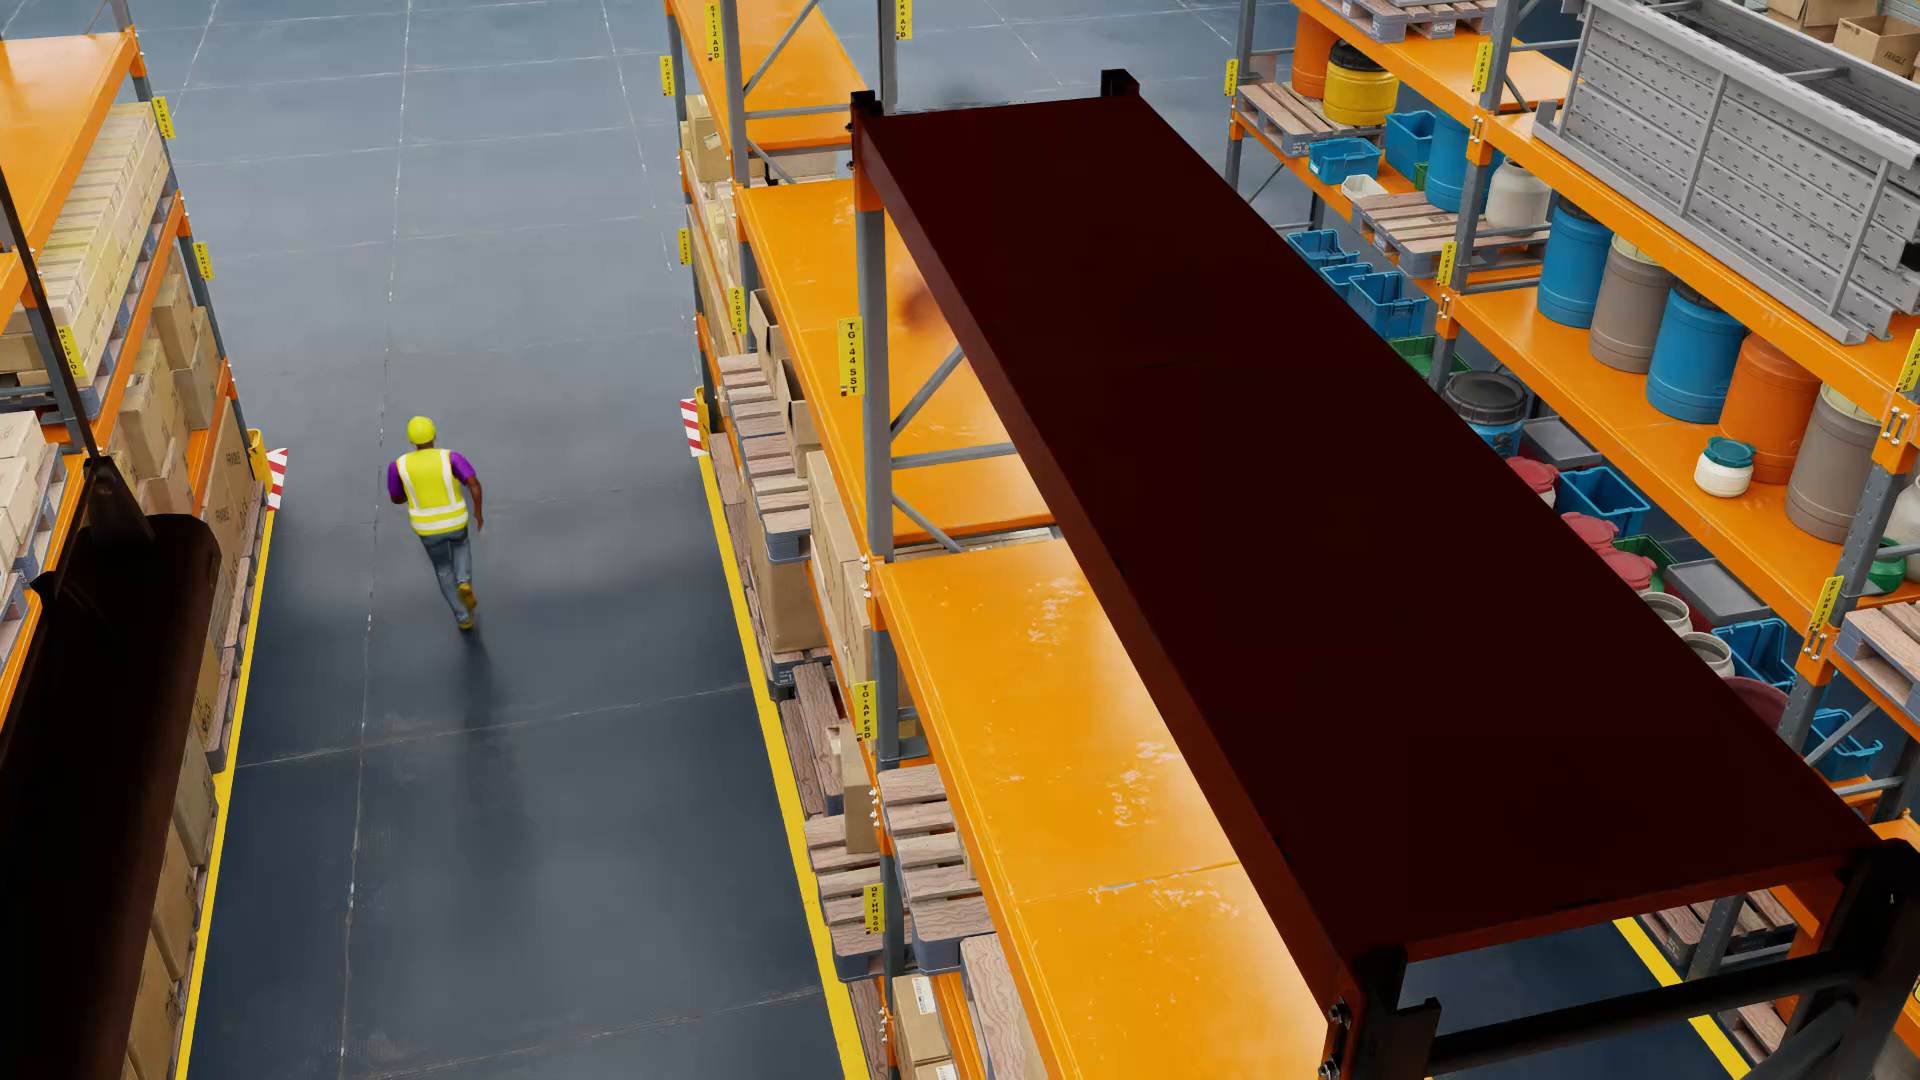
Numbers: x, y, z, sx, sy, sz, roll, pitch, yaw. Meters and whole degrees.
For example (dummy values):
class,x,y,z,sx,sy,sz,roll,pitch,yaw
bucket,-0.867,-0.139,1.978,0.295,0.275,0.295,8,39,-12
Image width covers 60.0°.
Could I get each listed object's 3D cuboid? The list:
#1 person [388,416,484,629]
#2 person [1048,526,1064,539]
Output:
class,x,y,z,sx,sy,sz,roll,pitch,yaw
person,-3.998,-0.170,12.804,0.655,1.680,0.736,-13,36,-18
person,0.632,-0.266,12.979,0.590,1.687,0.909,-16,38,-22
